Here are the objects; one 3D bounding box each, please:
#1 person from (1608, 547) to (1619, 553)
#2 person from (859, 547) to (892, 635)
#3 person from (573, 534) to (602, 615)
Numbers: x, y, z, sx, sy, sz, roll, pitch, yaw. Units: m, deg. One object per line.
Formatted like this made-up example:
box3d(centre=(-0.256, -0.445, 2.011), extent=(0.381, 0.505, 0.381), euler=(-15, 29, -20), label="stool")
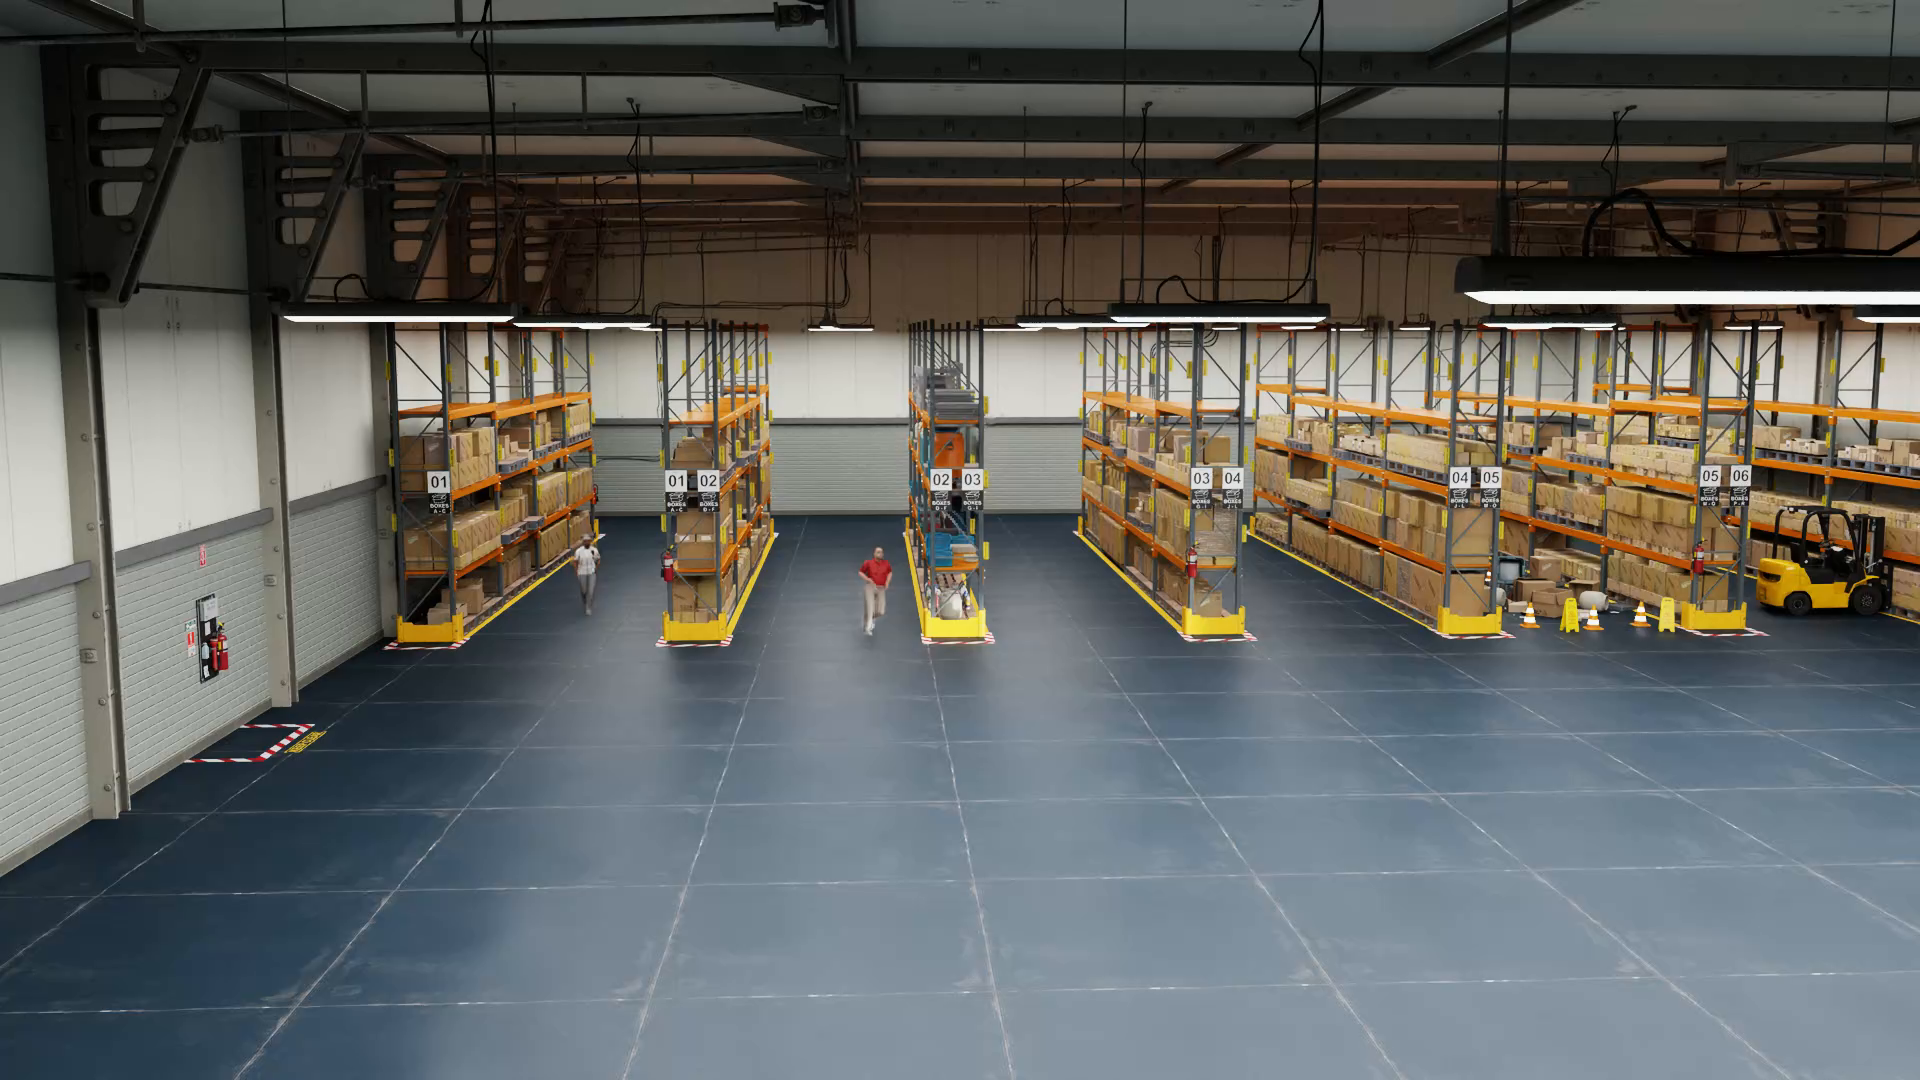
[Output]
box3d(centre=(16.361, -0.205, 41.379), extent=(0.608, 1.648, 0.559), euler=(-2, 7, -15), label="person")
box3d(centre=(-1.596, 0.970, 31.876), extent=(0.684, 1.674, 0.638), euler=(-2, 7, -19), label="person")
box3d(centre=(-7.687, 0.685, 34.289), extent=(0.560, 1.665, 0.577), euler=(-2, 7, -15), label="person")
